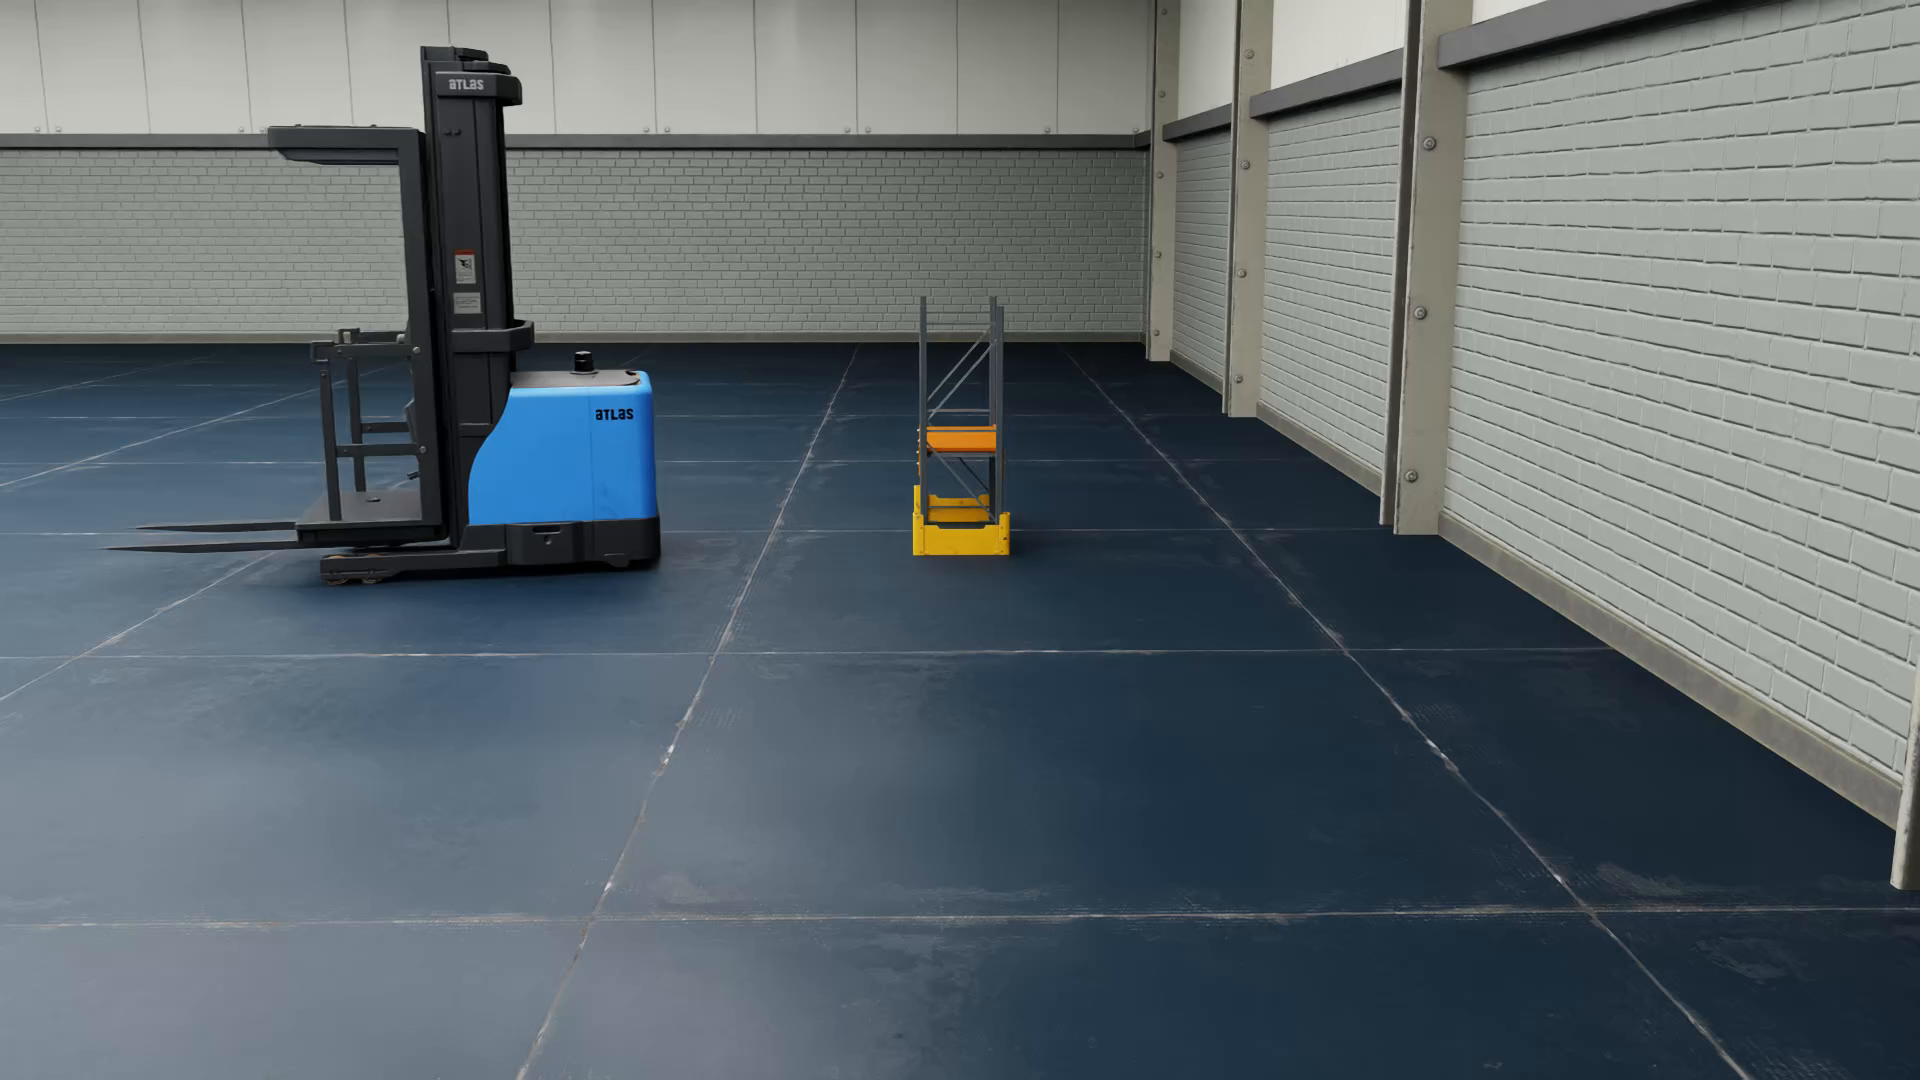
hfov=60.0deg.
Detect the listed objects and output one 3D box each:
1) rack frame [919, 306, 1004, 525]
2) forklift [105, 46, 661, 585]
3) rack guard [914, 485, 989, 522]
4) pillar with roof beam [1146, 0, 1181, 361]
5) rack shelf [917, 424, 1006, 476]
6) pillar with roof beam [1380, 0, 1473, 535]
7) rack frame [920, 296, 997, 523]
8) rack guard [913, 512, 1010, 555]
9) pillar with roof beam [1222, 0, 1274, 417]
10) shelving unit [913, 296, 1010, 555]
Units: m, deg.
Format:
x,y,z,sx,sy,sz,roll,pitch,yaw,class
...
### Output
x,y,z,sx,sy,sz,roll,pitch,yaw,class
0.009,-0.651,9.995,0.500,1.500,0.032,0,11,-1,rack frame
-3.326,-1.299,9.590,3.031,2.935,1.130,-2,12,-12,forklift
-0.012,-0.237,11.097,0.587,0.250,0.087,0,11,-1,rack guard
-1.590,-6.853,21.705,9.100,9.000,0.400,0,11,-1,pillar with roof beam
-0.002,-0.576,10.529,0.538,0.185,1.000,0,11,-1,rack shelf
-1.342,-4.467,9.947,9.100,9.000,0.400,0,11,-1,pillar with roof beam
-0.012,-0.853,10.992,0.500,1.500,0.032,0,11,-1,rack frame
0.009,-0.039,10.121,0.587,0.250,0.087,0,11,-1,rack guard
-1.466,-5.660,15.826,9.100,9.000,0.400,0,11,-1,pillar with roof beam
-0.002,-0.750,10.485,0.587,1.500,1.083,0,11,-1,shelving unit
